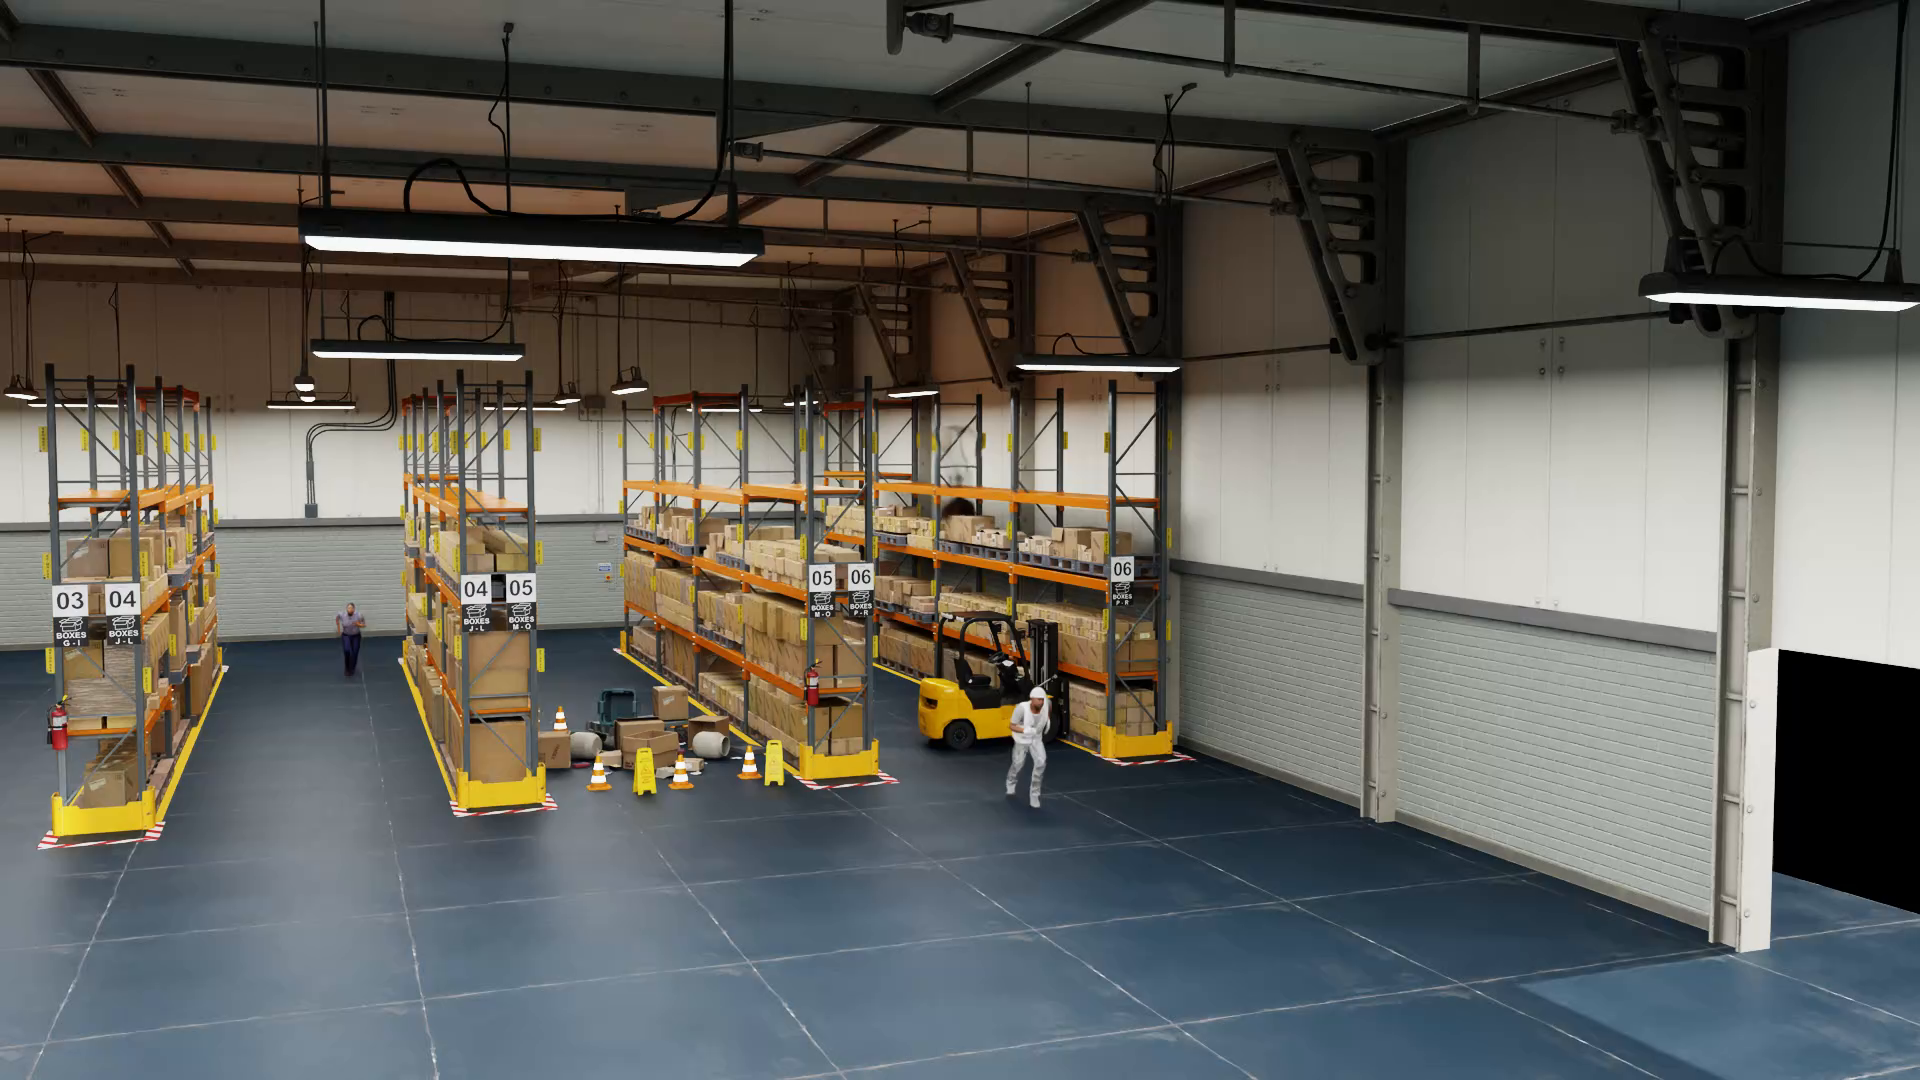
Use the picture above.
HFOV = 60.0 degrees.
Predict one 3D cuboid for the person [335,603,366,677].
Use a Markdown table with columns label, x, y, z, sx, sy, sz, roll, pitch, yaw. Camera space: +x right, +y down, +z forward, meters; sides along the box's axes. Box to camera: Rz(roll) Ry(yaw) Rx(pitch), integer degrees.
| label | x | y | z | sx | sy | sz | roll | pitch | yaw |
| --- | --- | --- | --- | --- | --- | --- | --- | --- | --- |
| person | -13.012 | 2.127 | 35.525 | 0.594 | 1.582 | 0.876 | -1 | 4 | -24 |

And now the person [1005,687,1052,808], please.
| label | x | y | z | sx | sy | sz | roll | pitch | yaw |
| --- | --- | --- | --- | --- | --- | --- | --- | --- | --- |
| person | 0.942 | 2.846 | 23.066 | 0.729 | 1.719 | 1.008 | -2 | 4 | -24 |
